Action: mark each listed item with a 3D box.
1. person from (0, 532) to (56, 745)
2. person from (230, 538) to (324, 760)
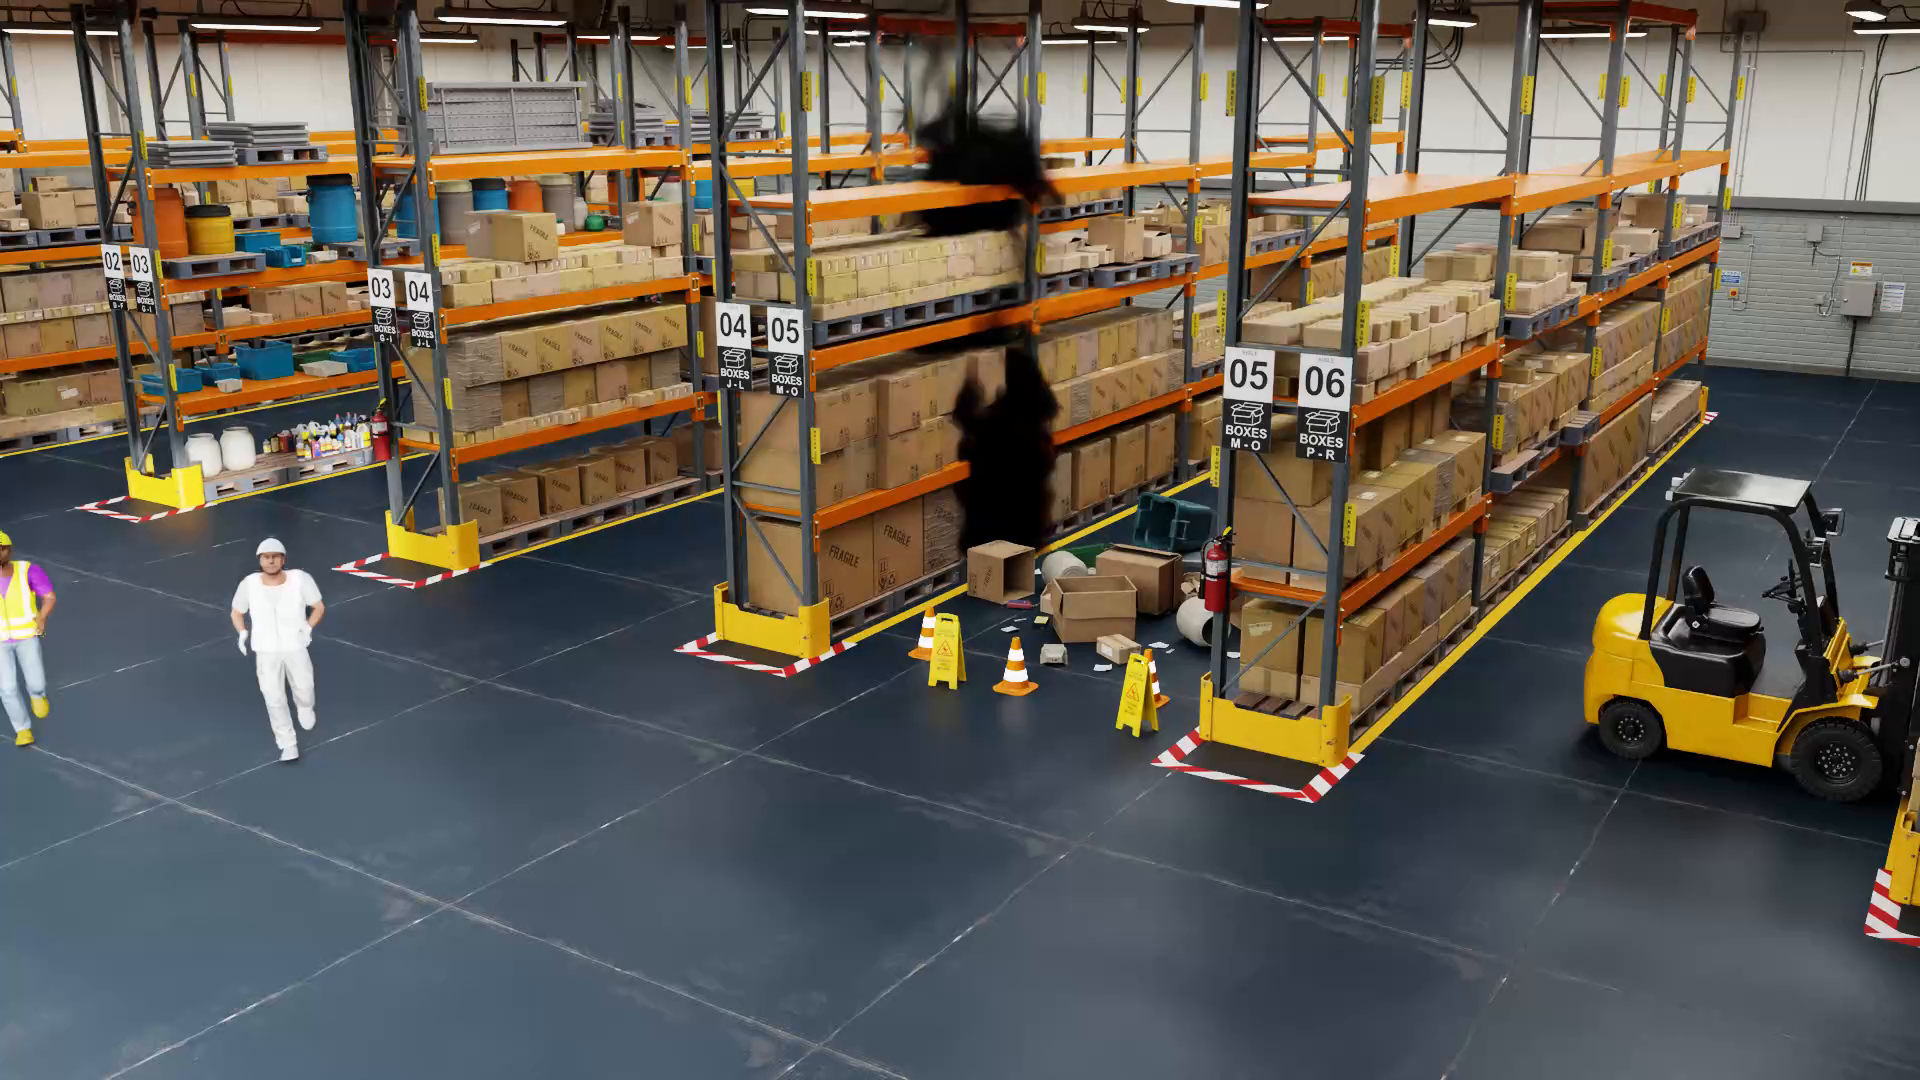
[{"bbox_3d":[-7.583,0.758,13.290,0.700,1.719,0.625,-8,17,-27],"label":"person"},{"bbox_3d":[-5.315,0.827,13.015,0.685,1.736,0.675,-5,16,-17],"label":"person"}]
